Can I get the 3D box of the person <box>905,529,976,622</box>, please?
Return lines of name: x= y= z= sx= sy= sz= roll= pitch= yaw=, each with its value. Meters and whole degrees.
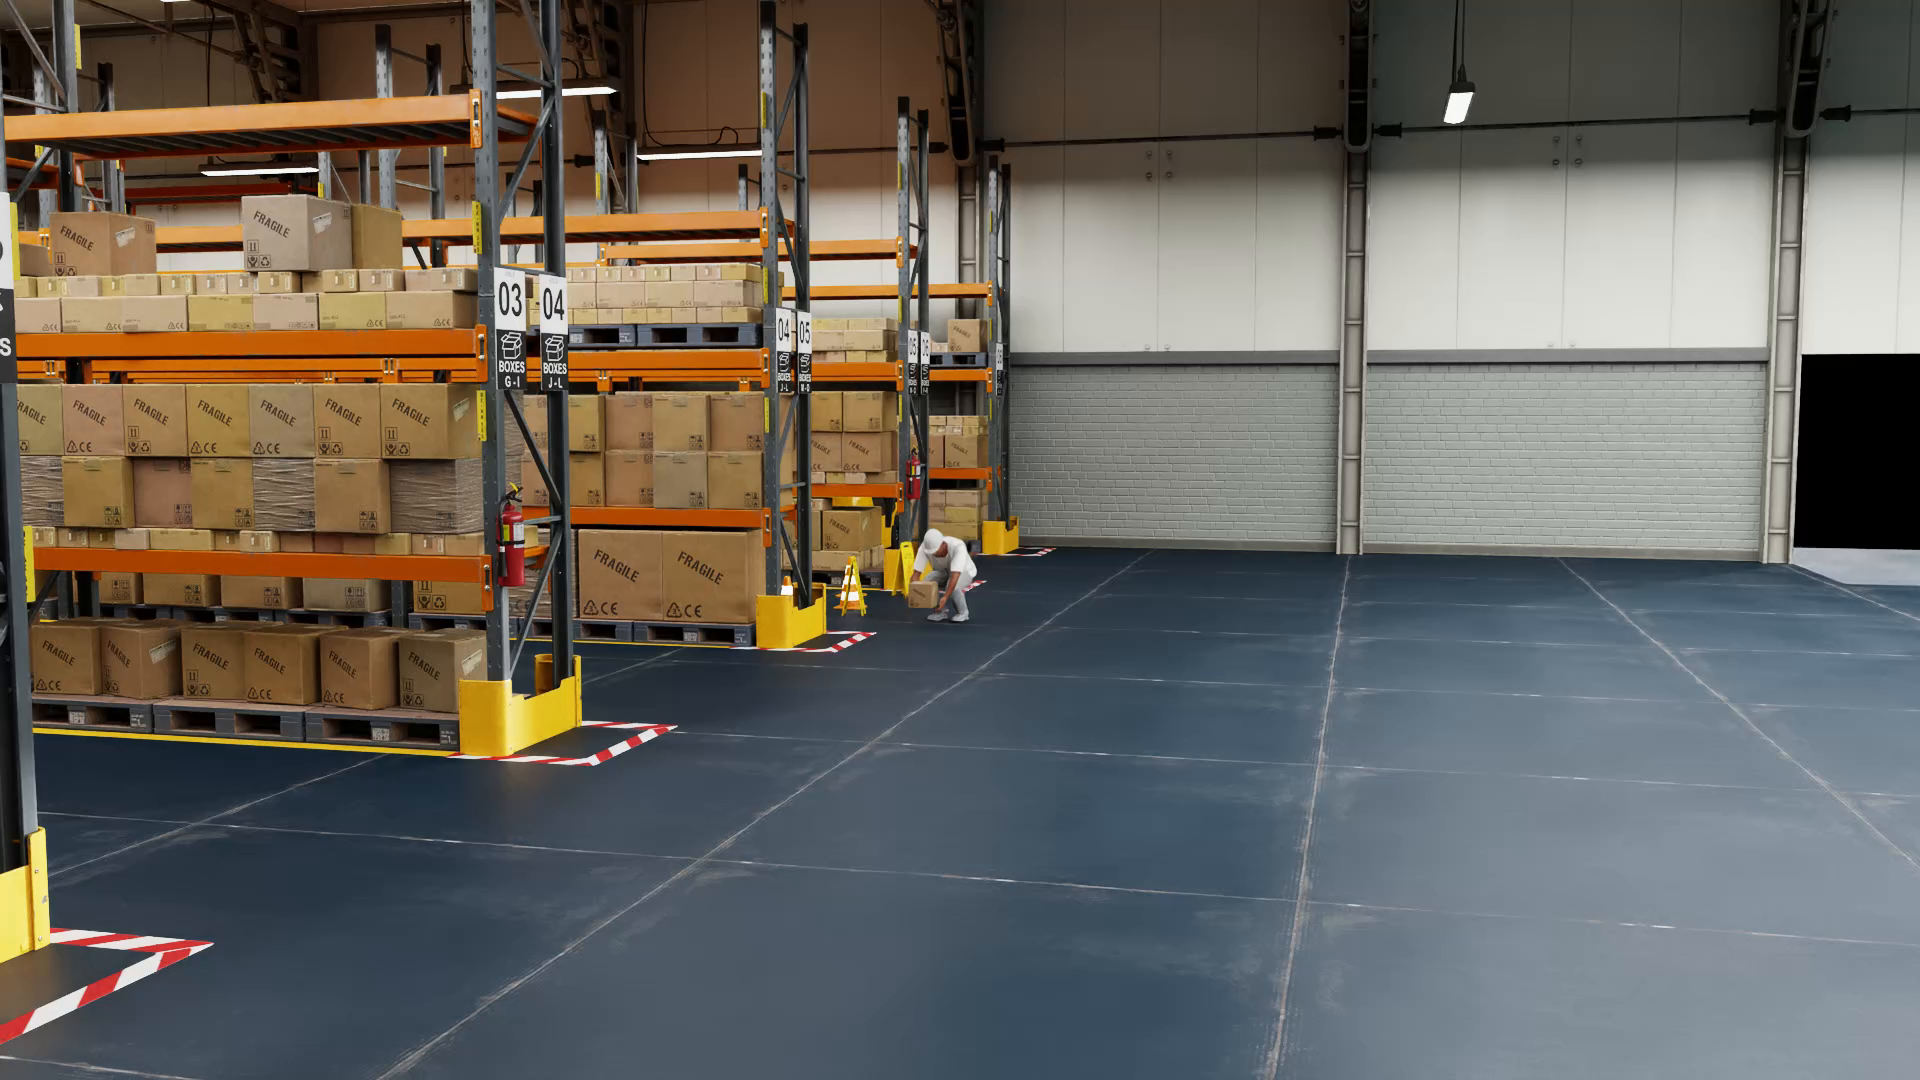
person: x=-0.156 y=0.367 z=17.544 sx=0.578 sy=1.015 sz=0.926 roll=3 pitch=6 yaw=32
